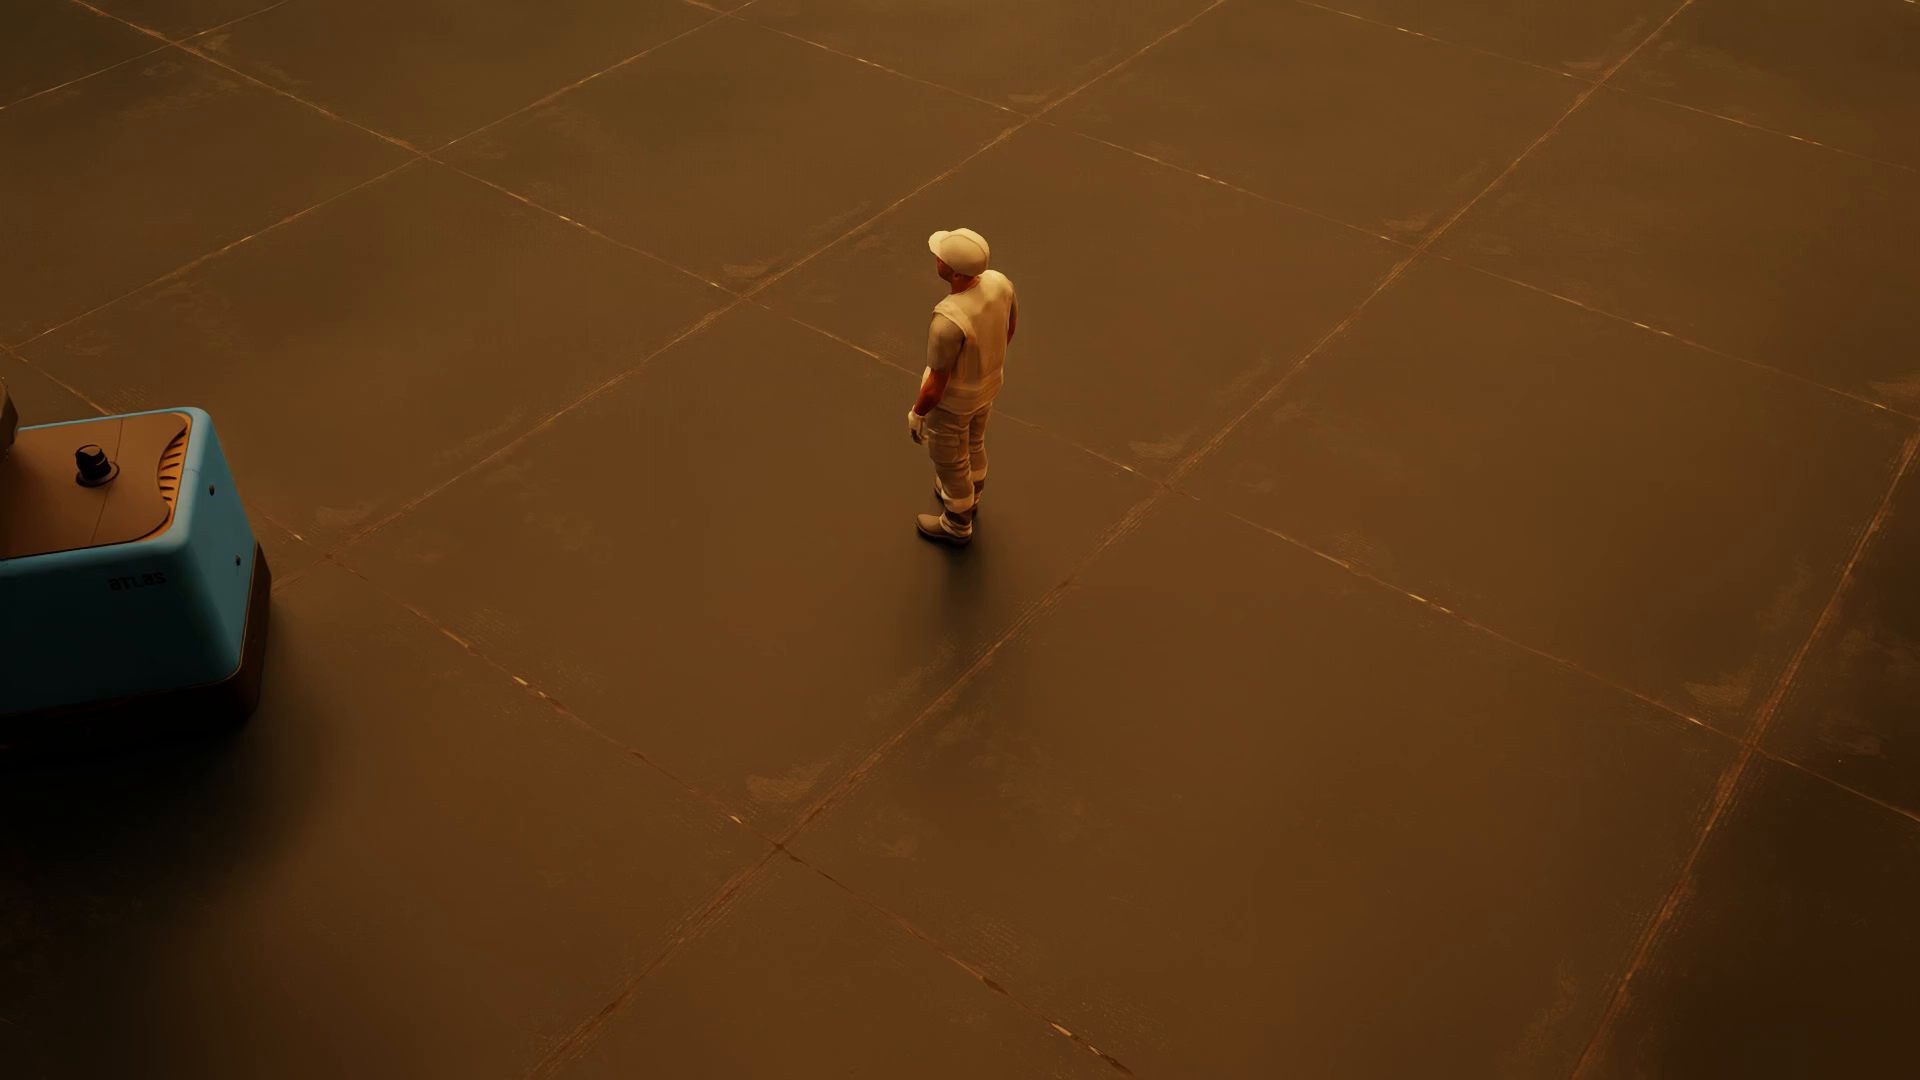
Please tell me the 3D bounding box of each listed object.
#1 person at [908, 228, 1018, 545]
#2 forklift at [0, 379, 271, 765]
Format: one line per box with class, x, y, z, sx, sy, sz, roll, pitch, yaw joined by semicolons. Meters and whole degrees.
person;-0.056;-0.724;7.793;0.564;1.787;0.637;26;47;28
forklift;-4.692;-0.382;6.523;3.031;2.935;1.130;-9;41;-10
